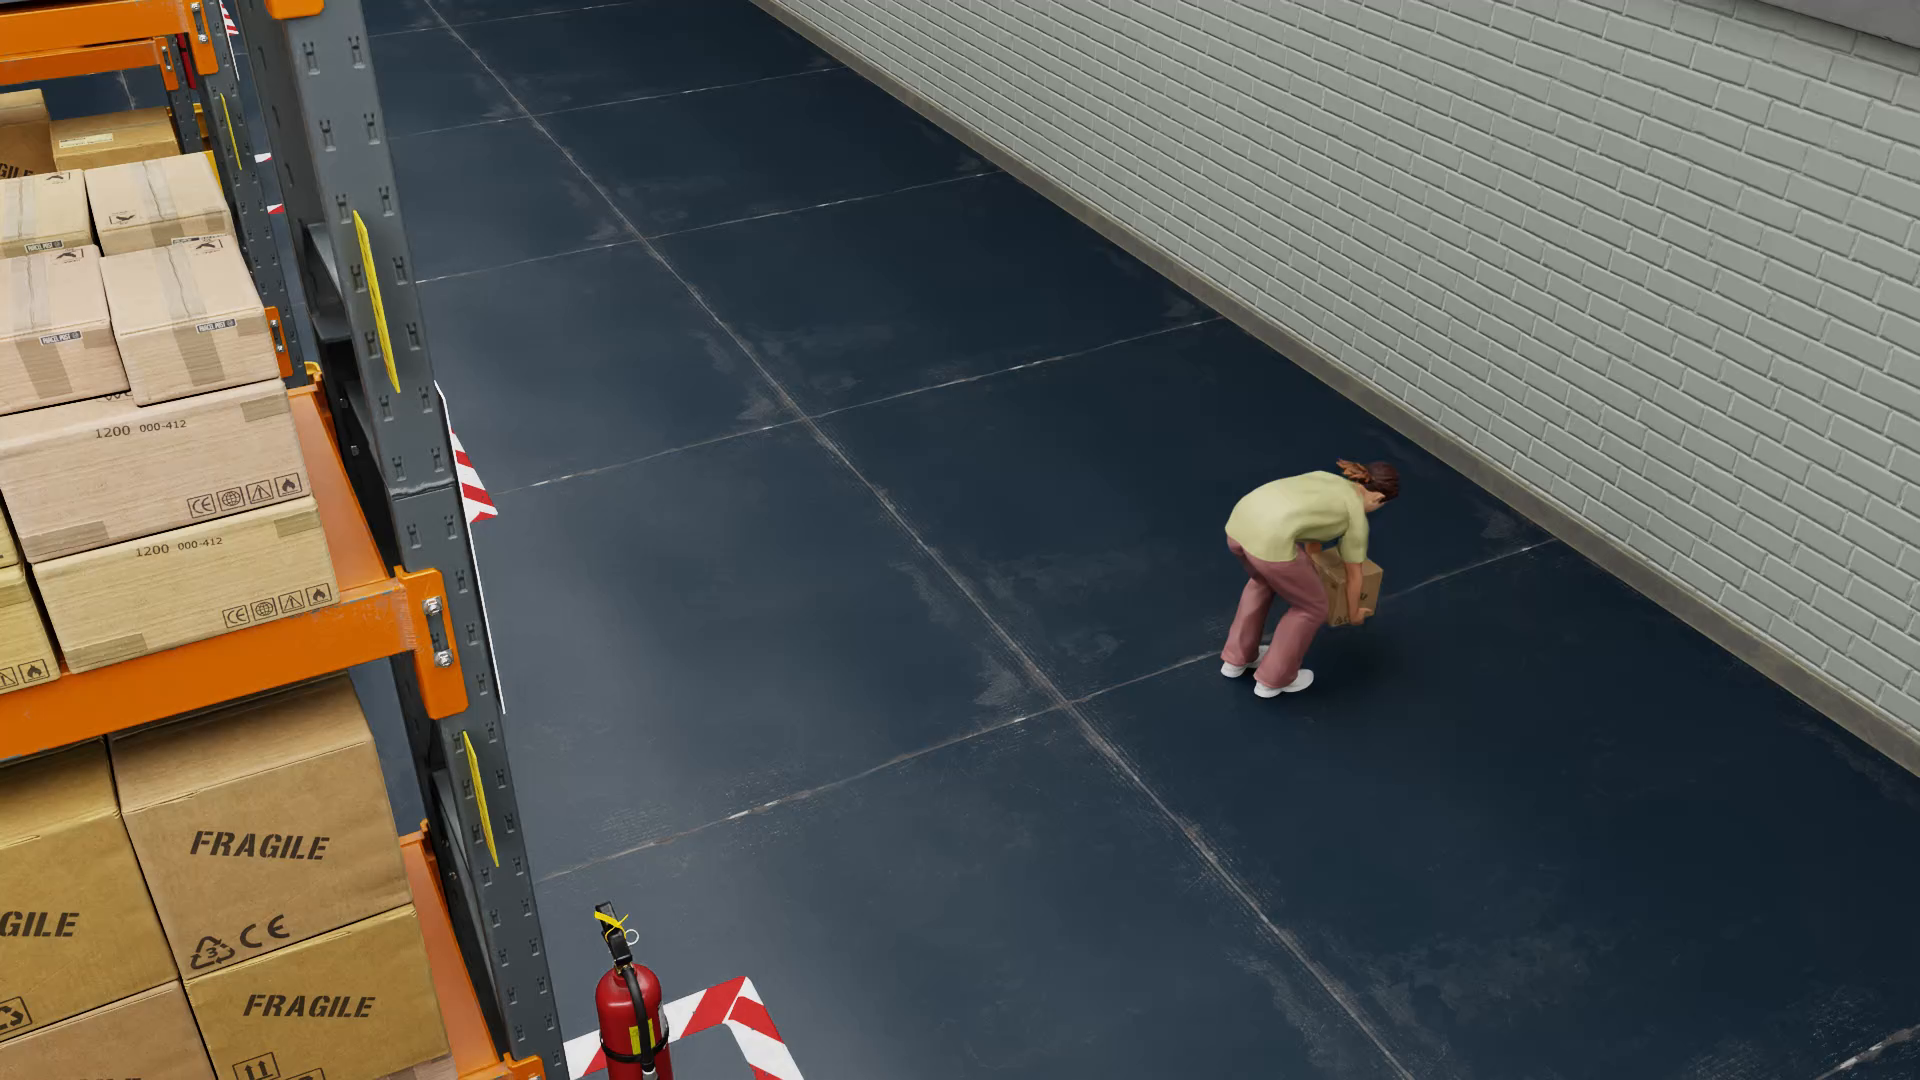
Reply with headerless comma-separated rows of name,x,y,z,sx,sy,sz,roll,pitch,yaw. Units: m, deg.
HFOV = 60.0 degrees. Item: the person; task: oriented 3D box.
person,1.571,0.149,7.484,0.872,1.051,0.428,-17,37,-25
